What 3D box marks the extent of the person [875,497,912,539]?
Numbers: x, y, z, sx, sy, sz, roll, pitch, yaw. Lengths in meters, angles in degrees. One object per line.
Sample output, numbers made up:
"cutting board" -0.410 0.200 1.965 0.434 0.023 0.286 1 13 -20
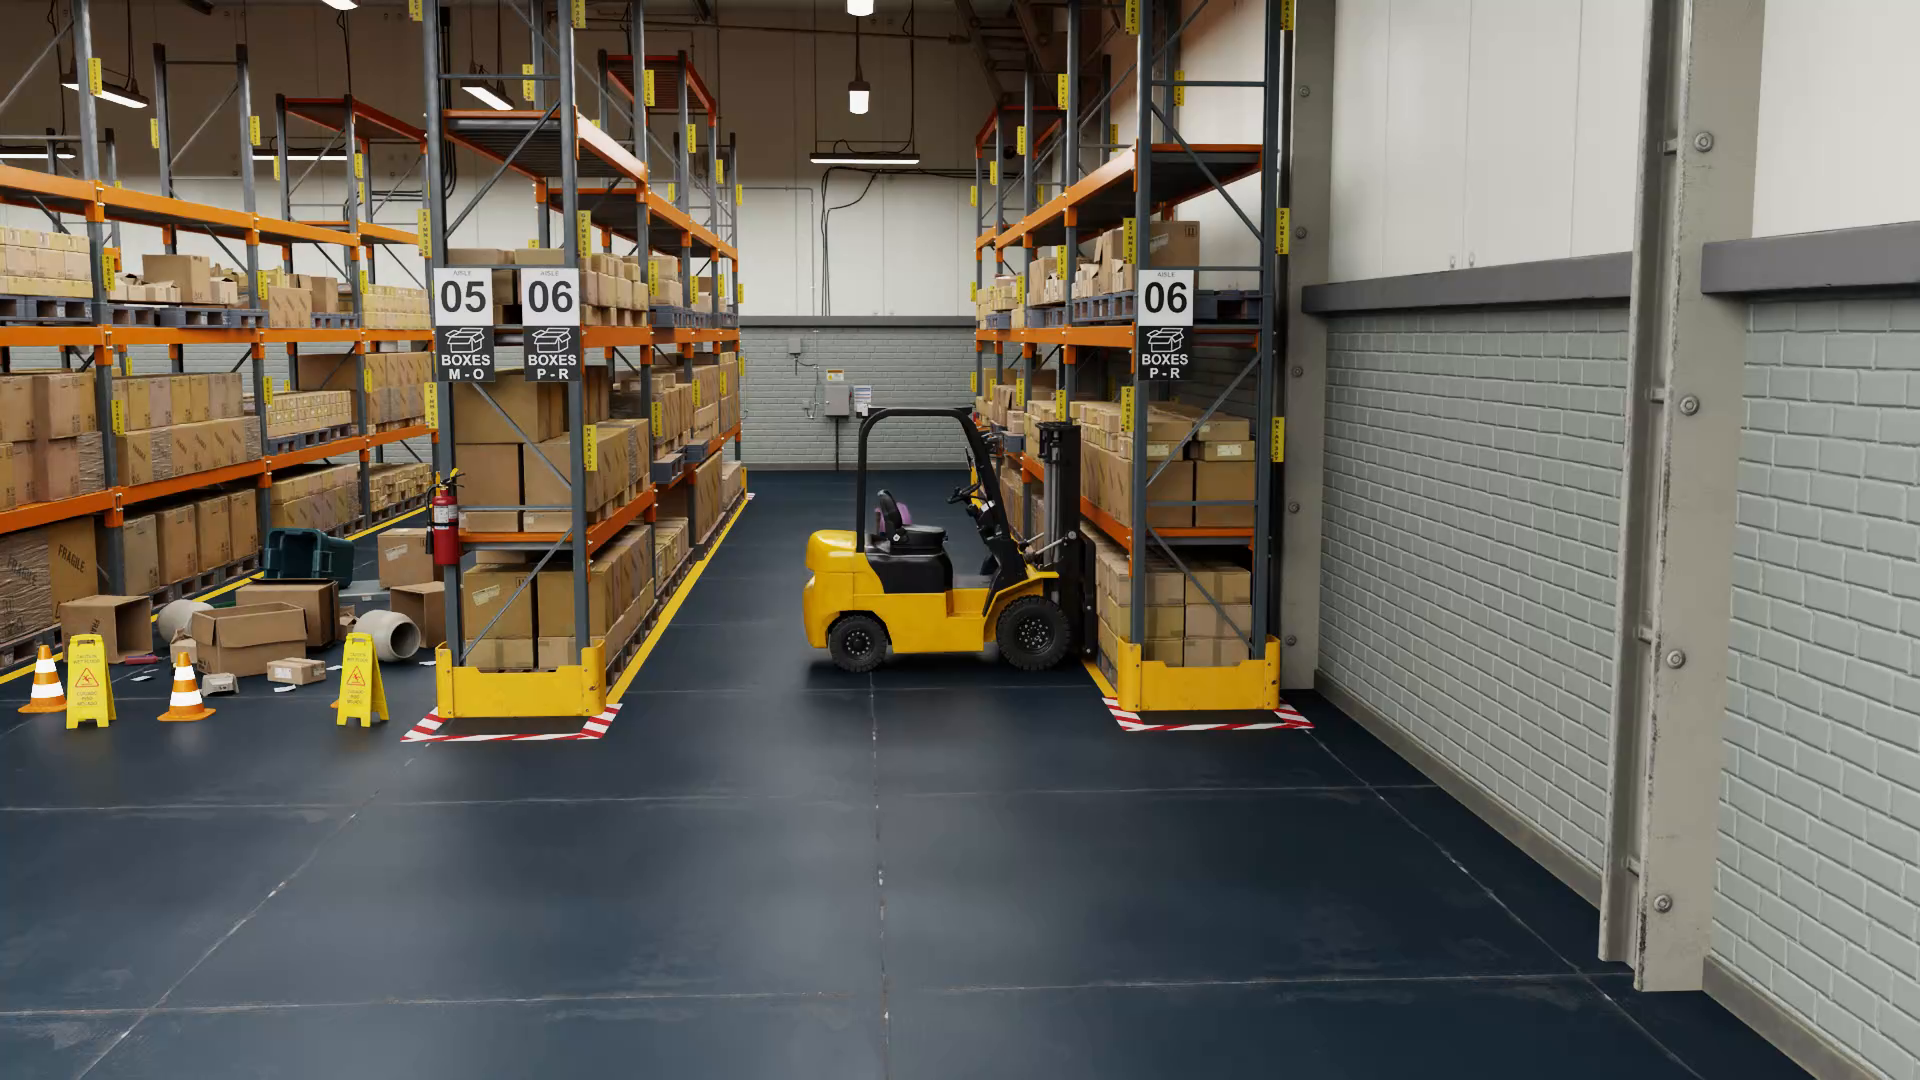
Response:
"person" -0.712 0.061 17.806 0.420 0.984 0.861 -1 7 -7
